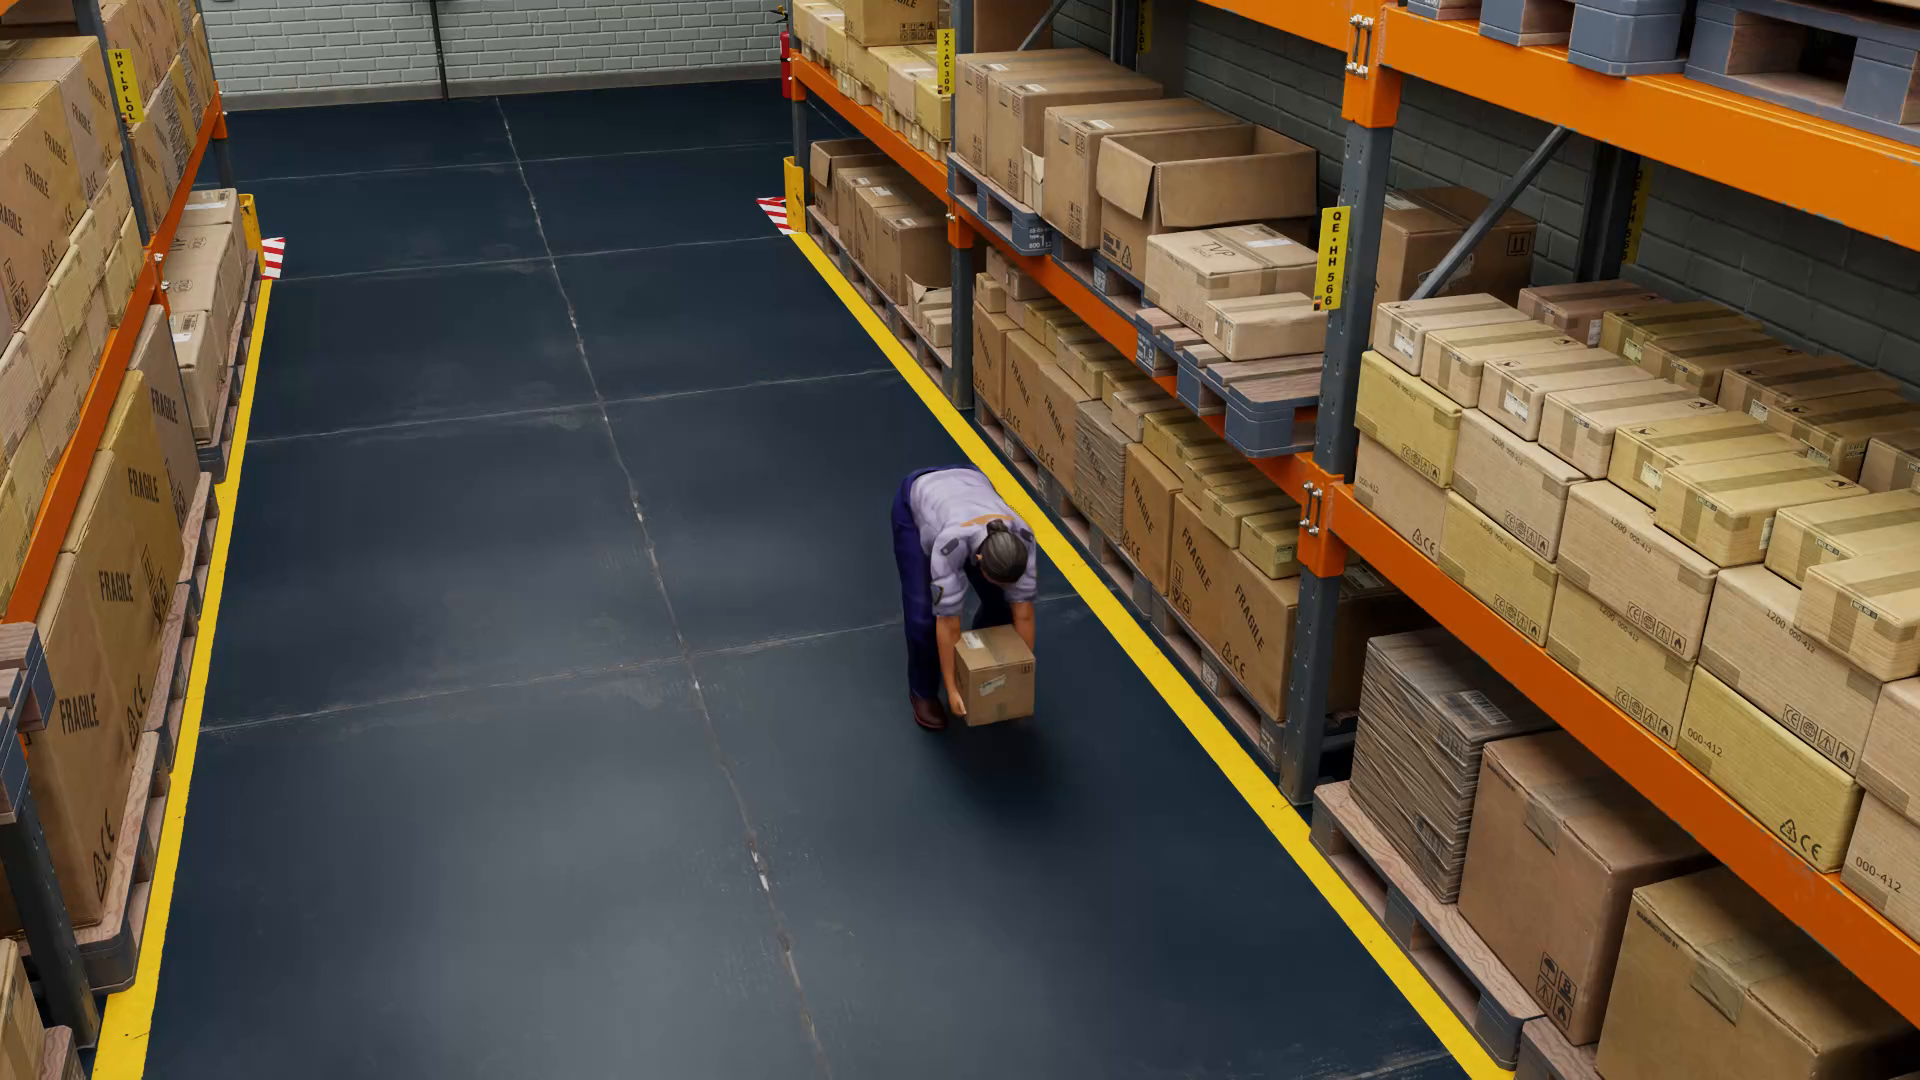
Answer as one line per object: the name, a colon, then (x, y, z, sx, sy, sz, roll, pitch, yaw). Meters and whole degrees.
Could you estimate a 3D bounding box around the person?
person: (0.040, 0.276, 6.289, 0.460, 1.017, 0.907, -9, 28, -18)
